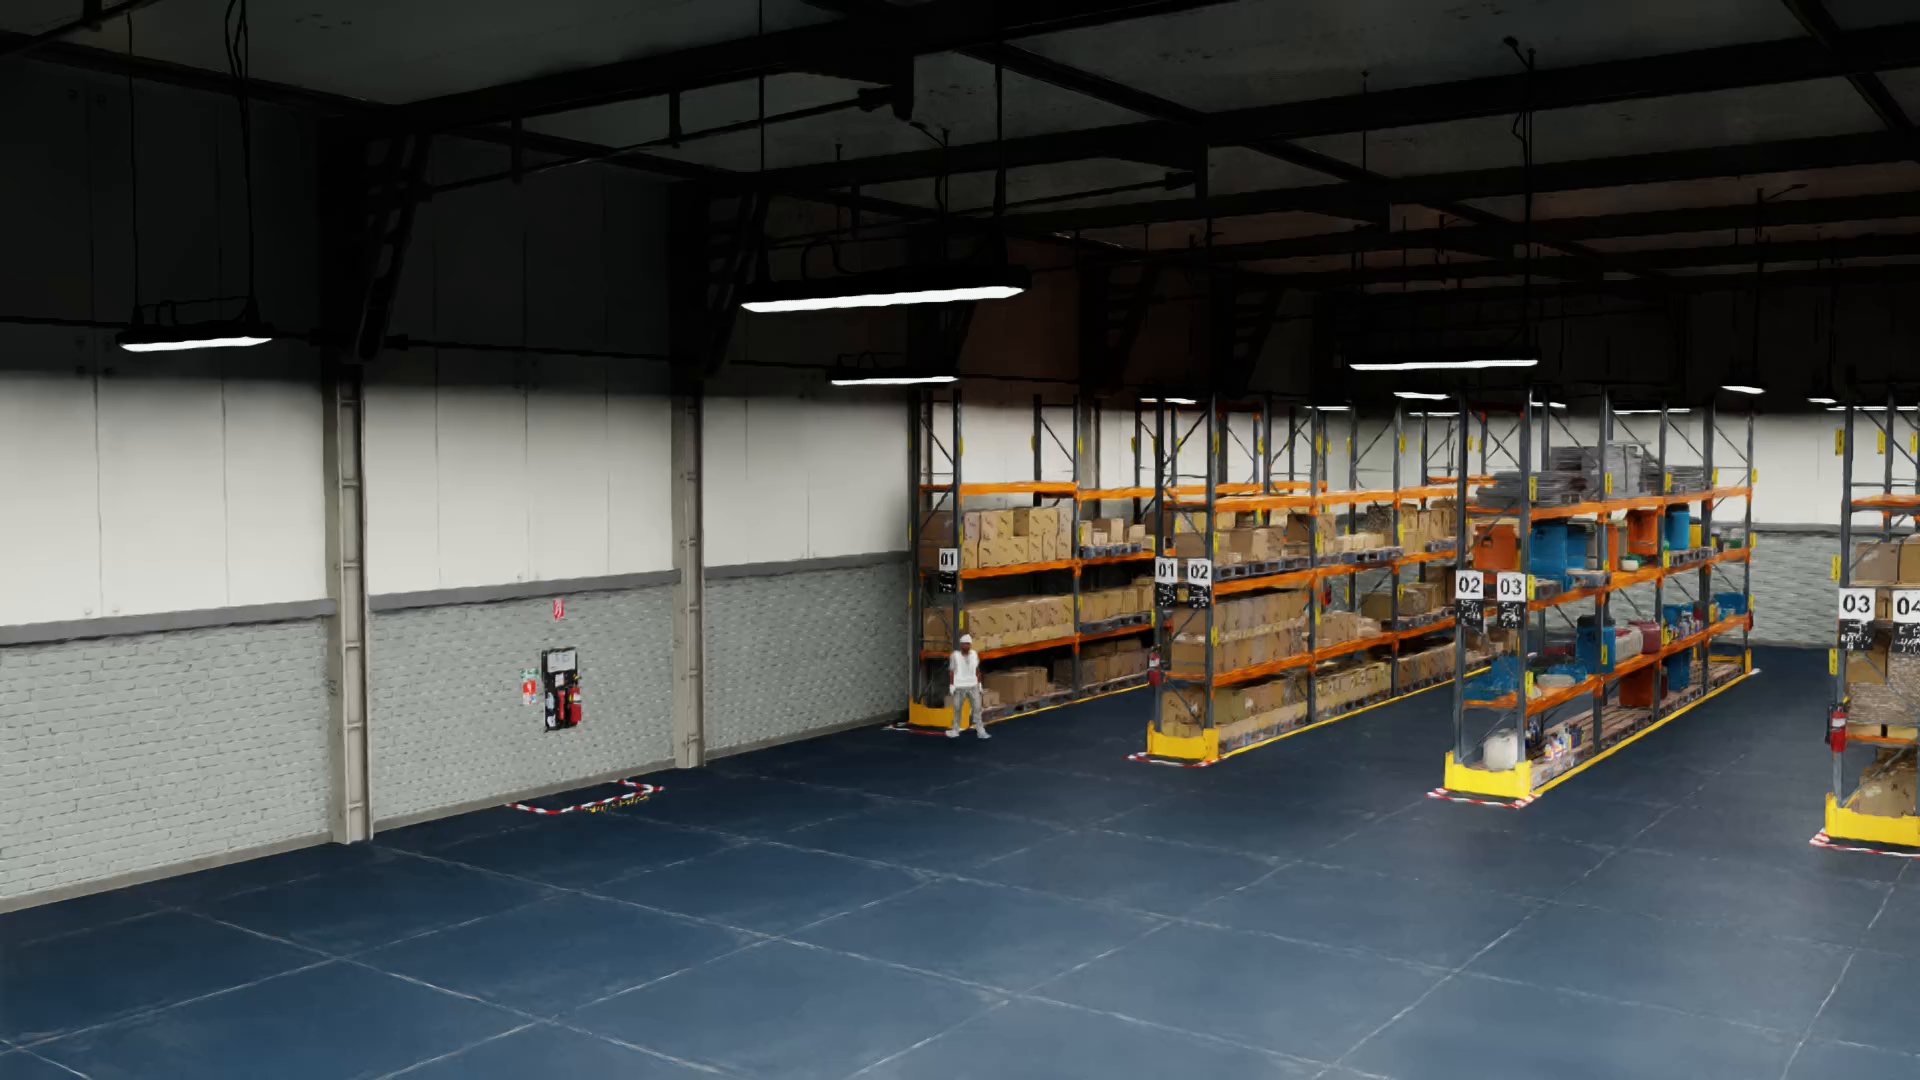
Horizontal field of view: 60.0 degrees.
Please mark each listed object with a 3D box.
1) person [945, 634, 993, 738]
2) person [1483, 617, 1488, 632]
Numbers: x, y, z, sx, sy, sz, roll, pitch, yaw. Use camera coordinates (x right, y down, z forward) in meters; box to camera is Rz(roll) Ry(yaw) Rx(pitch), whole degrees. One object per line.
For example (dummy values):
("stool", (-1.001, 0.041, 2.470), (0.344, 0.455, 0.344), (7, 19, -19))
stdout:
("person", (0.135, 2.487, 28.282), (0.738, 1.775, 0.567), (-1, 3, -16))
("person", (13.595, 1.668, 43.401), (0.542, 1.661, 1.126), (3, 4, 38))
